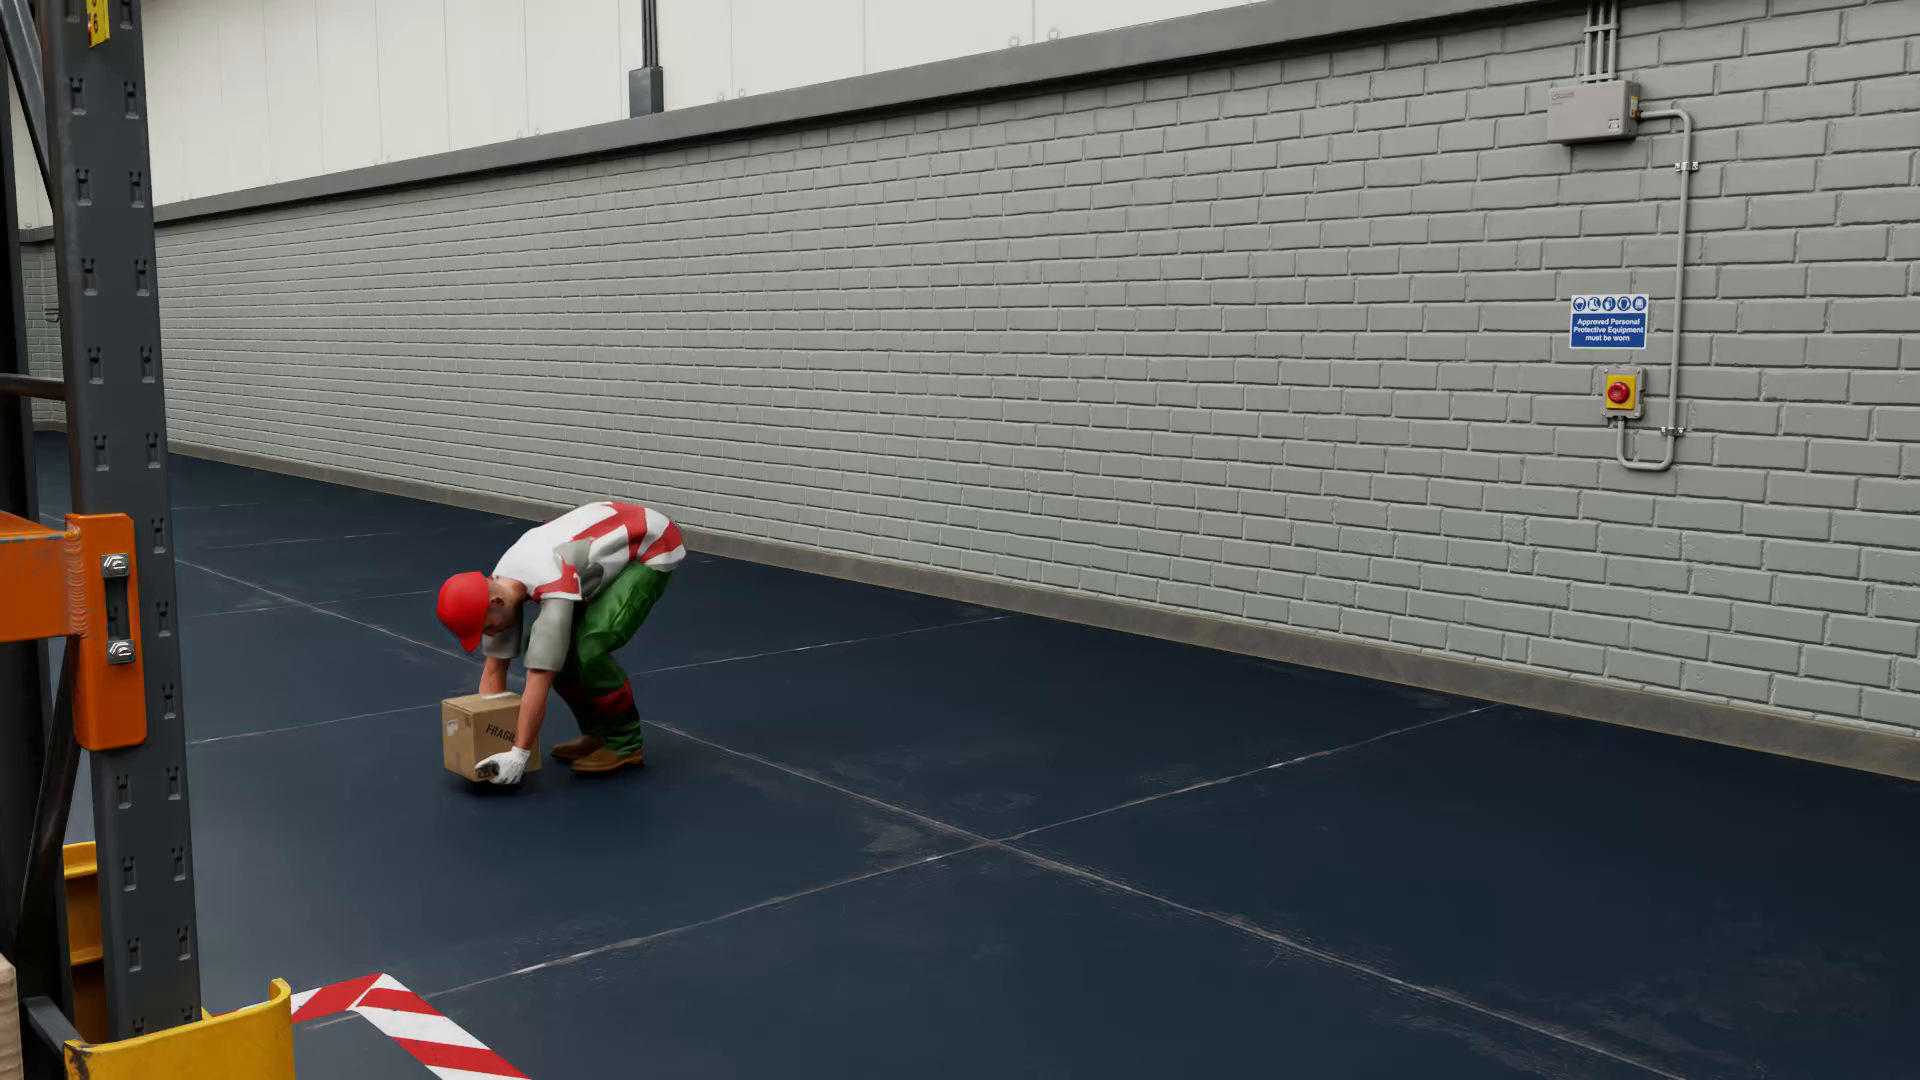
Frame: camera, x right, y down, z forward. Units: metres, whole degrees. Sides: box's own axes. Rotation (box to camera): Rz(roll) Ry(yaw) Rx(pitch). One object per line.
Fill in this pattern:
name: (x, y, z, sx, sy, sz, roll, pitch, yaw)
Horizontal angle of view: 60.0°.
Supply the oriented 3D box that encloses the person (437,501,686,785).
person: (-1.445, 0.363, 6.047, 0.948, 0.970, 0.522, -7, 10, -44)
